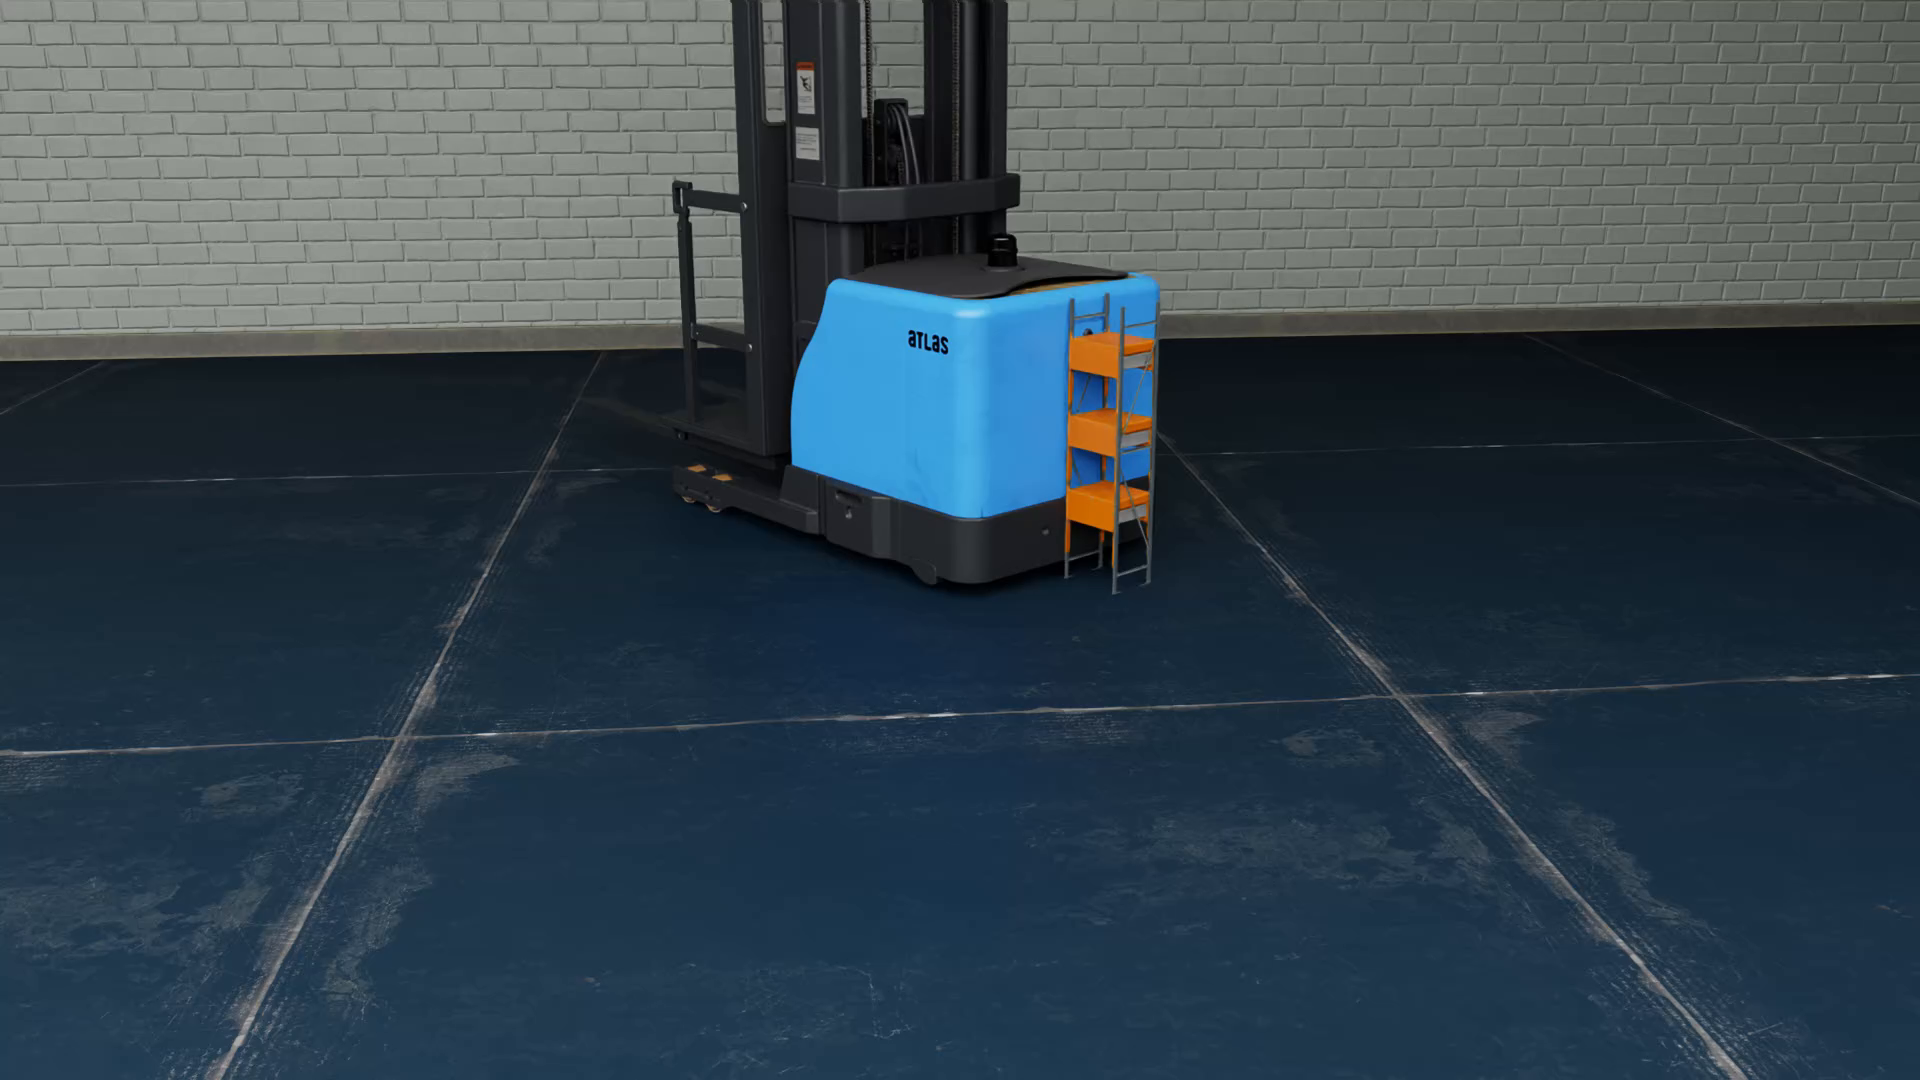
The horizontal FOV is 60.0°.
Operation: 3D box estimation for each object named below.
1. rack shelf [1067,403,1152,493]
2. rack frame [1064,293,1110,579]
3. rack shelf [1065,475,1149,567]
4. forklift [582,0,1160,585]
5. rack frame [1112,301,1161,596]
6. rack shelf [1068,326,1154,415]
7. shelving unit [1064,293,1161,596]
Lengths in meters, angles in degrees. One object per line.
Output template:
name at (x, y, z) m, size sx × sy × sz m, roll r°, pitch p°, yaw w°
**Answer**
rack shelf at (0.547, -0.337, 6.033) m, size 0.215 × 0.259 × 0.240 m, roll -15°, pitch 23°, yaw -40°
rack frame at (0.466, -0.374, 6.117) m, size 0.200 × 1.050 × 0.008 m, roll -15°, pitch 23°, yaw -40°
rack shelf at (0.547, -0.072, 6.117) m, size 0.215 × 0.259 × 0.240 m, roll -15°, pitch 23°, yaw -40°
forklift at (-0.588, -1.601, 6.884) m, size 1.130 × 2.935 × 3.031 m, roll -15°, pitch 23°, yaw -40°
rack frame at (0.629, -0.320, 5.944) m, size 0.200 × 1.050 × 0.008 m, roll -15°, pitch 23°, yaw -40°
rack shelf at (0.547, -0.608, 5.948) m, size 0.215 × 0.259 × 0.240 m, roll -15°, pitch 23°, yaw -40°
shelving unit at (0.547, -0.347, 6.030) m, size 0.215 × 1.050 × 0.252 m, roll -15°, pitch 23°, yaw -40°
